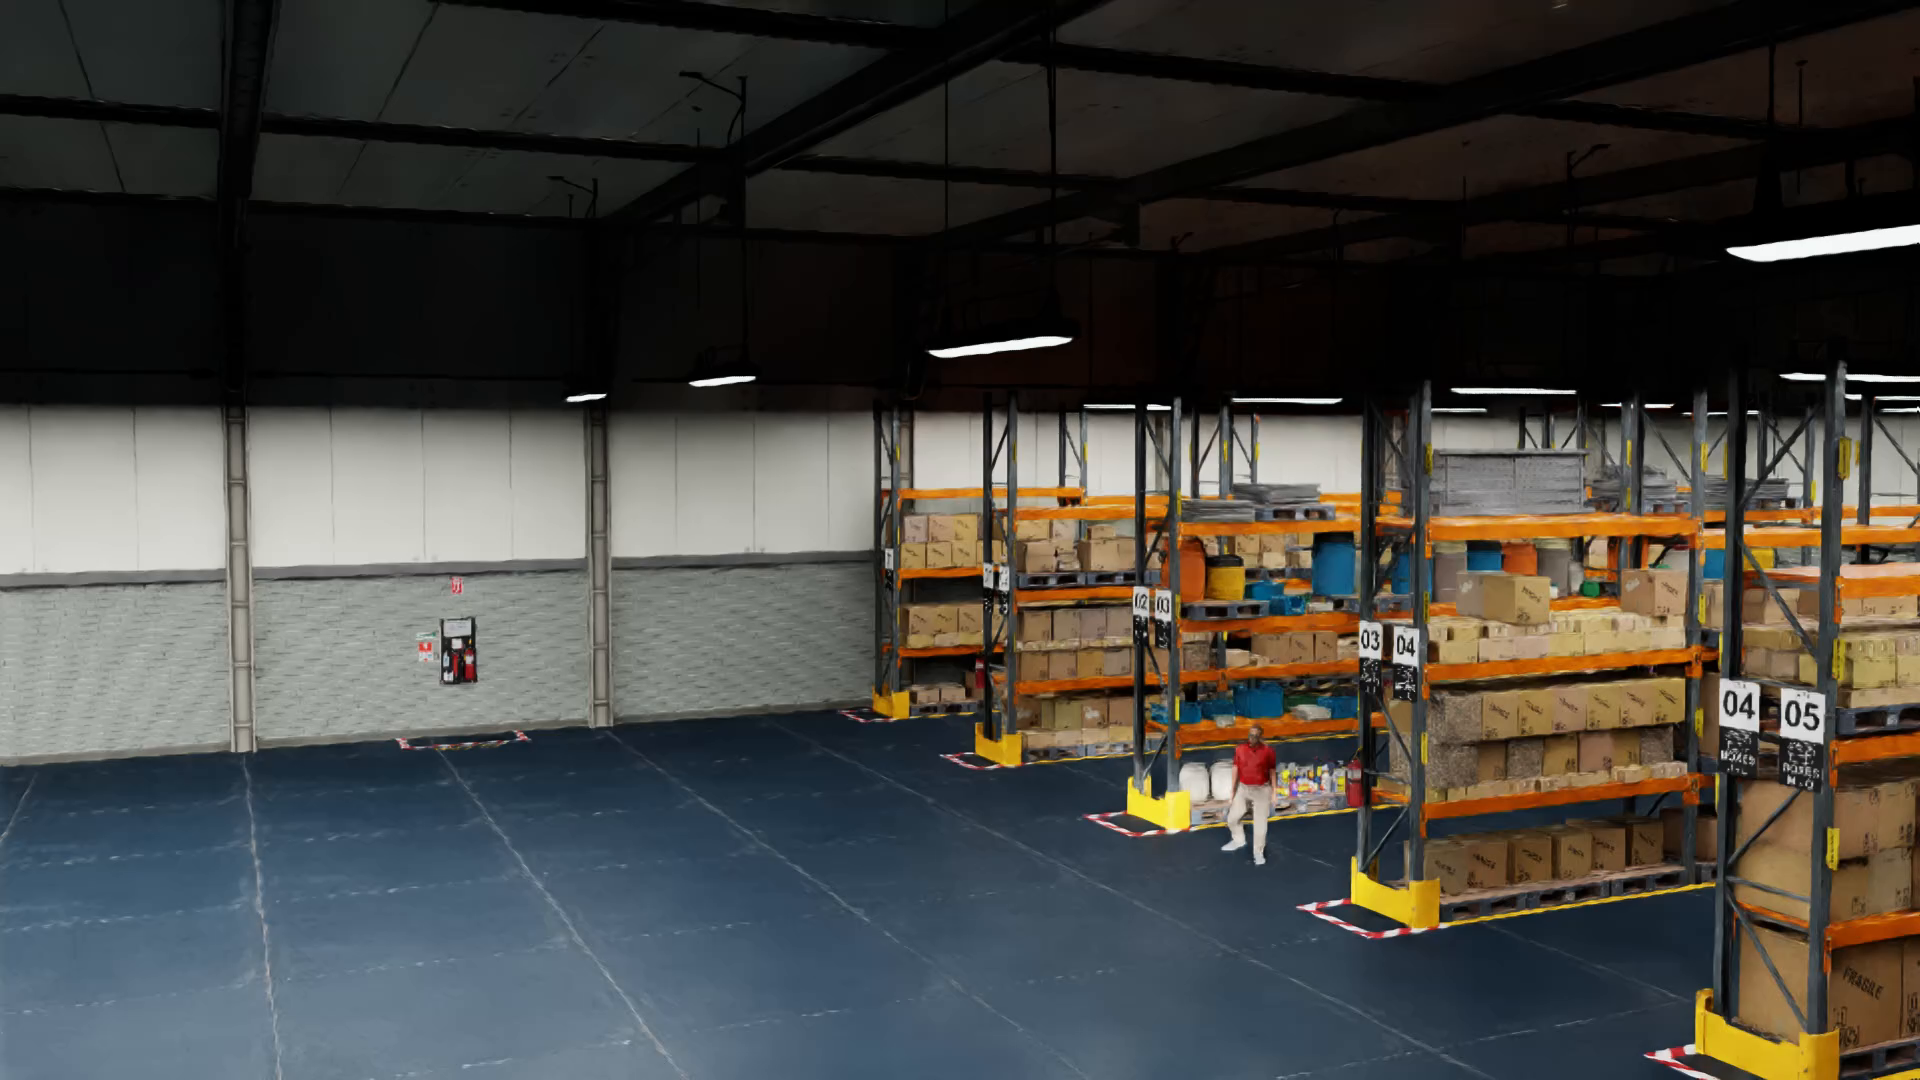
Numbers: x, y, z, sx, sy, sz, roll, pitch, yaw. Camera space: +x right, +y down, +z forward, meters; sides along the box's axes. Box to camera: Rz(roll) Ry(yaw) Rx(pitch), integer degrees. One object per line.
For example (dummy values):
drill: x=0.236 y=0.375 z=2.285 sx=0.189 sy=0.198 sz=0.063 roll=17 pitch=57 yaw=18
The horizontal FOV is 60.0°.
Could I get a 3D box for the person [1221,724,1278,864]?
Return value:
person: x=3.564 y=3.106 z=20.581 sx=0.724 sy=1.718 sz=0.546 roll=2 pitch=4 yaw=25
